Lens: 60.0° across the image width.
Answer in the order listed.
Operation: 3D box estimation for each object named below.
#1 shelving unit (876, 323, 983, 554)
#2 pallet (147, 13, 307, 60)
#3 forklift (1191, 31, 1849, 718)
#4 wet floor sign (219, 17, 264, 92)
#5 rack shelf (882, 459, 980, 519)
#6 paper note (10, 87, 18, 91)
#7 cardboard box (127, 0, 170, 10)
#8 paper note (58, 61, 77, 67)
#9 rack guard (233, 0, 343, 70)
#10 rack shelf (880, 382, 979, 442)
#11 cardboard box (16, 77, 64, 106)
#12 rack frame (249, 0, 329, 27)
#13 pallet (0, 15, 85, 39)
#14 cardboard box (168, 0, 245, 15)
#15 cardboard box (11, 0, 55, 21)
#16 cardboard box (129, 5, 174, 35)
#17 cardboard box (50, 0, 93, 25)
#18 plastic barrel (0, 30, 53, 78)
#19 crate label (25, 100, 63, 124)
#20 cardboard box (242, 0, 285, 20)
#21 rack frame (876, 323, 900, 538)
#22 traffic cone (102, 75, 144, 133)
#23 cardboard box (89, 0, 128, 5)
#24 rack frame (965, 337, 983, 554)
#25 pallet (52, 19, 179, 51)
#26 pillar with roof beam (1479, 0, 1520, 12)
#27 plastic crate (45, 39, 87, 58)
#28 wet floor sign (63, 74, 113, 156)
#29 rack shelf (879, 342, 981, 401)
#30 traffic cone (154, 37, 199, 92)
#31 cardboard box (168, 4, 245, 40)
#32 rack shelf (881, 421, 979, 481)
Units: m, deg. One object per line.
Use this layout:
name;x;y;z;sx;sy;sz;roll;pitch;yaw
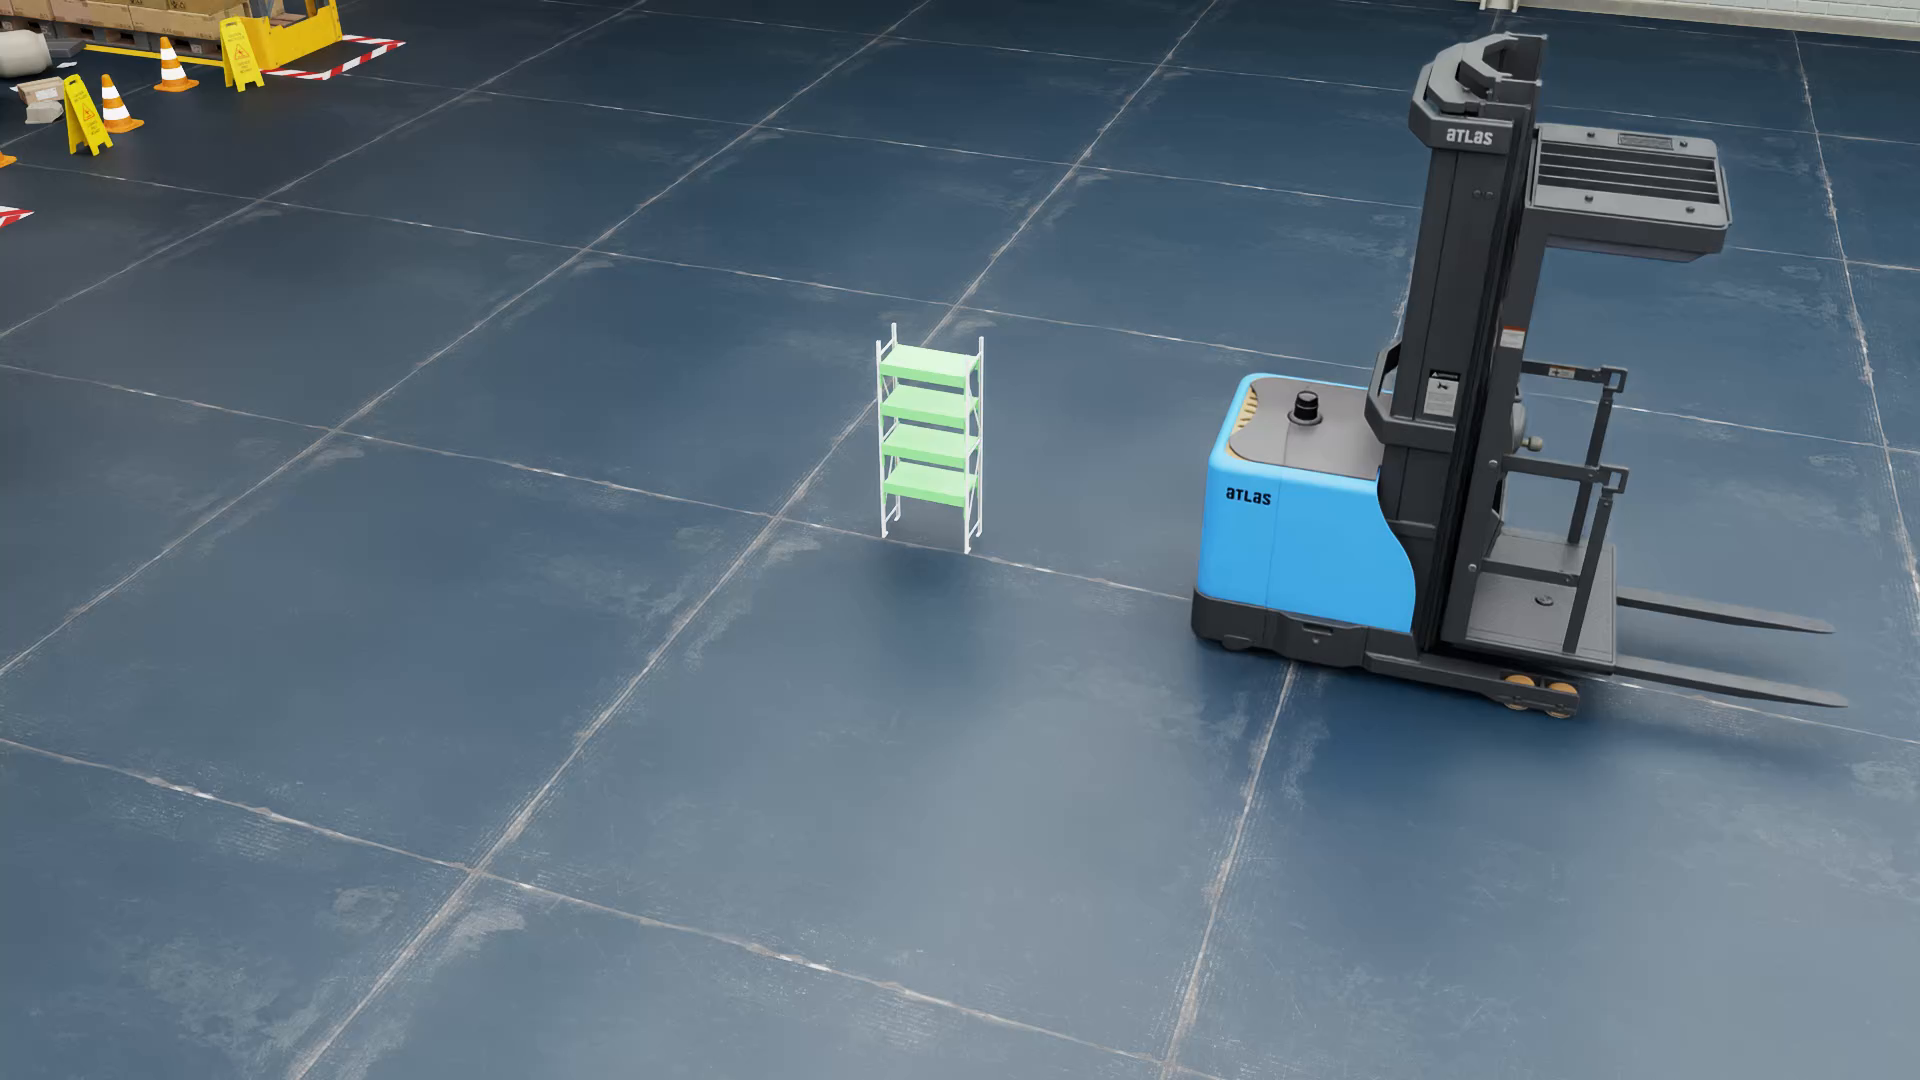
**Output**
shelving unit;-0.156;-0.534;8.940;0.503;1.200;0.258;11;34;16
pallet;-7.506;-5.209;17.092;1.213;0.211;1.003;11;34;16
forklift;2.742;-0.710;7.616;3.031;2.935;1.130;10;34;15
wet floor sign;-6.864;-4.630;15.794;0.232;0.644;0.267;24;40;32
rack shelf;-0.156;-0.279;9.104;0.480;0.148;0.258;11;34;16
paper note;-8.992;-4.336;15.917;0.142;0.019;0.148;24;40;32
cardboard box;-8.017;-5.644;16.650;0.500;0.500;0.500;12;35;18
paper note;-8.863;-4.723;16.505;0.148;0.019;0.142;0;33;0
rack guard;-6.754;-5.164;16.755;0.348;0.500;1.175;11;34;16
rack shelf;-0.156;-0.682;8.844;0.480;0.148;0.258;11;34;16
cardboard box;-8.597;-4.211;15.602;0.380;0.149;0.250;-25;40;-33
rack frame;-6.682;-6.200;16.055;0.127;3.000;1.000;11;34;16
pallet;-9.803;-5.656;17.783;1.213;0.211;1.003;11;34;16
cardboard box;-7.524;-5.550;16.505;0.500;0.500;0.500;11;35;17
cardboard box;-9.477;-5.616;17.298;0.500;0.250;0.500;13;35;19
cardboard box;-8.019;-5.331;16.857;0.500;0.250;0.500;11;34;17
cardboard box;-8.976;-5.520;17.150;0.500;0.250;0.500;11;34;16
plastic barrel;-9.137;-4.723;16.142;0.512;0.421;0.421;-18;37;-25
crate label;-8.337;-3.901;15.133;0.298;0.136;0.250;-6;33;-9
cardboard box;-7.348;-5.510;17.135;0.500;0.250;0.500;11;34;16
rack frame;-0.386;-0.579;9.009;0.015;1.200;0.240;11;34;16
traffic cone;-7.576;-3.925;14.871;0.334;0.463;0.336;11;34;16
cardboard box;-8.489;-5.739;16.799;0.500;0.500;0.500;10;34;15
rack frame;0.074;-0.490;8.870;0.015;1.200;0.240;11;34;16
pallet;-8.651;-5.433;17.439;1.213;0.211;1.003;11;34;16
pillar with roof beam;4.482;-7.449;12.459;0.400;9.000;9.100;11;34;16
plastic crate;-9.246;-4.999;16.888;0.583;0.080;0.402;0;33;0
wet floor sign;-7.562;-3.671;14.308;0.232;0.644;0.267;5;33;8
rack shelf;-0.156;-0.884;8.714;0.480;0.148;0.258;11;34;16
traffic cone;-7.522;-4.554;15.845;0.334;0.463;0.336;11;34;16
cardboard box;-7.556;-5.236;16.710;0.500;0.250;0.500;11;34;16
rack shelf;-0.156;-0.481;8.974;0.480;0.148;0.258;11;34;16
